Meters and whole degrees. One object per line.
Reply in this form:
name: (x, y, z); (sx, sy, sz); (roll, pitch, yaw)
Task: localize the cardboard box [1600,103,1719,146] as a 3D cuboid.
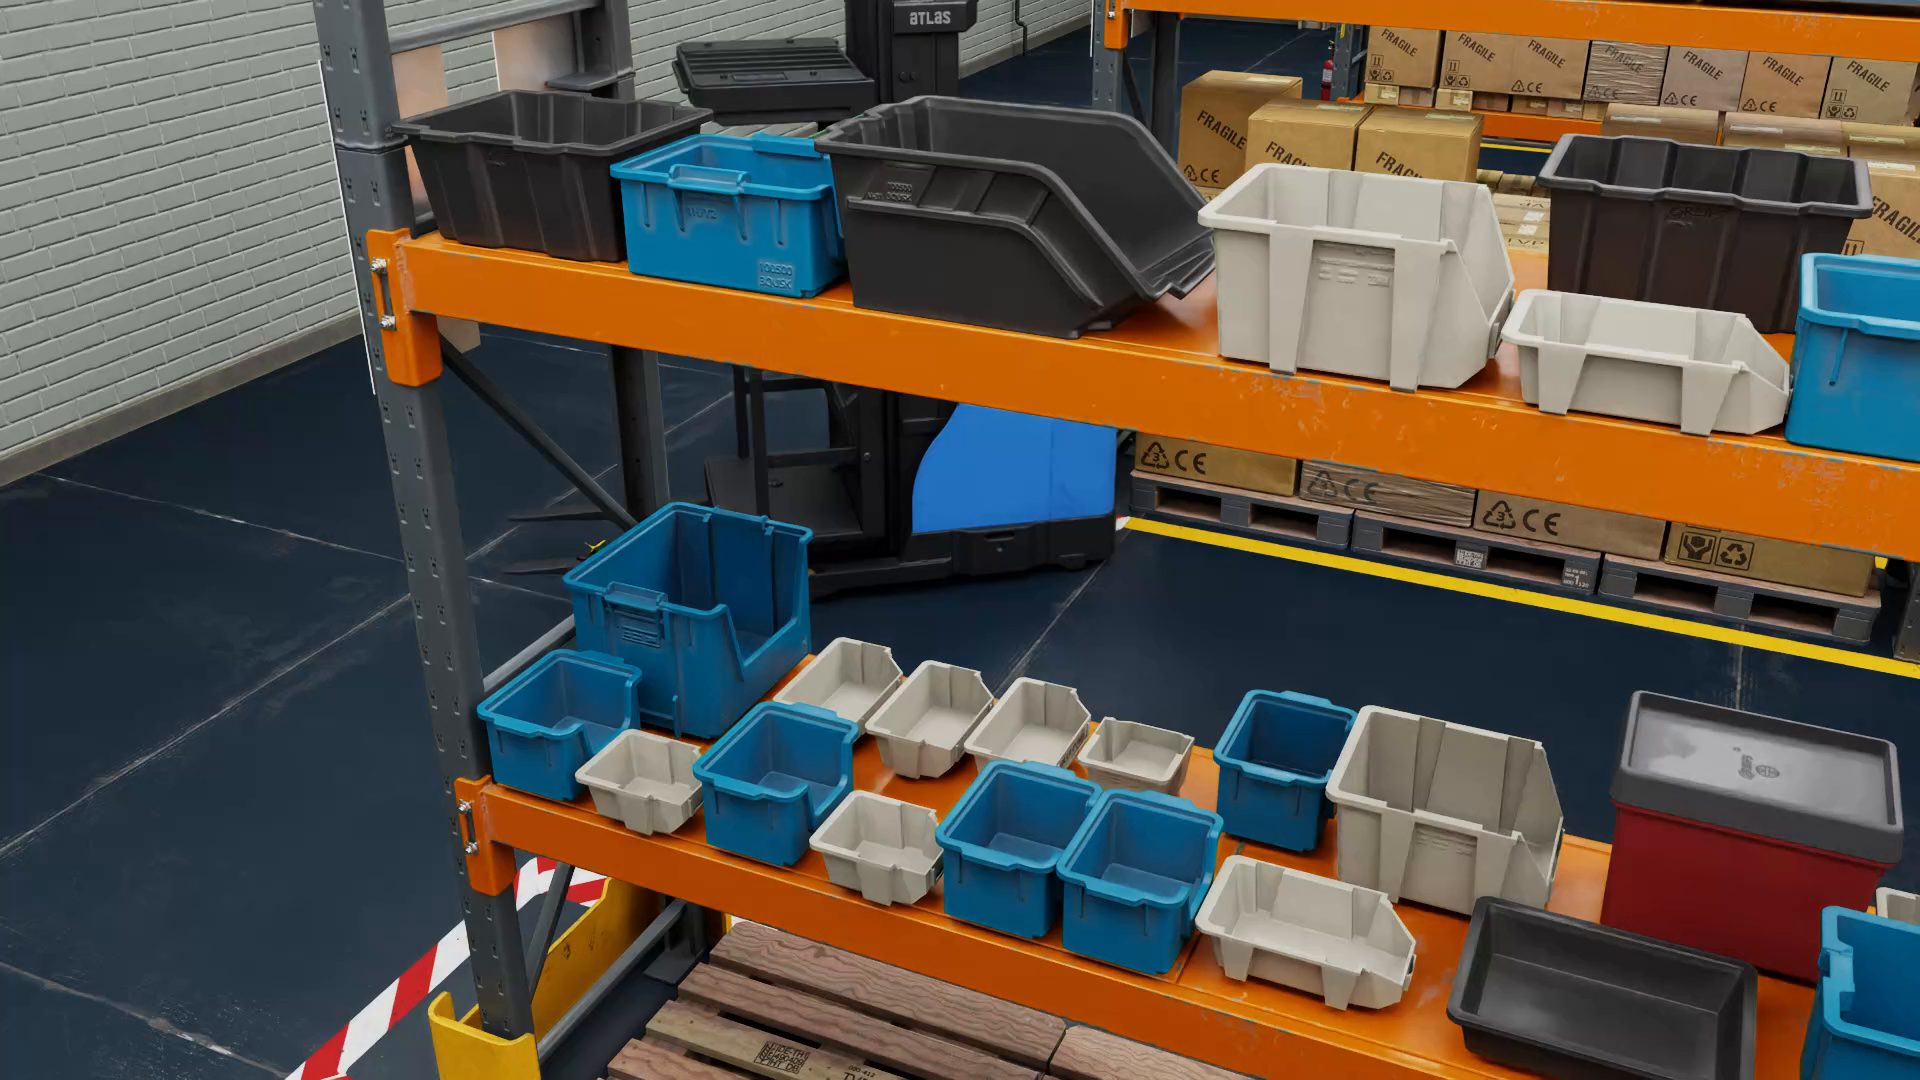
cardboard box: (3.296, -1.764, 7.921); (0.500, 0.500, 0.500); (10, 28, 20)

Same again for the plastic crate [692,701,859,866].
plastic crate: (-0.457, 0.622, 4.213); (0.300, 0.233, 0.416); (11, 28, 22)

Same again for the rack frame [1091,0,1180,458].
rack frame: (0.905, -1.716, 8.839); (0.127, 3.000, 1.000); (11, 28, 22)

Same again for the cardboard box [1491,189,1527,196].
cardboard box: (4.124, -2.524, 12.559); (0.250, 0.149, 0.380); (10, 28, 19)

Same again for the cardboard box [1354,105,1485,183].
cardboard box: (2.160, -1.738, 7.869); (0.500, 0.500, 0.500); (11, 28, 20)

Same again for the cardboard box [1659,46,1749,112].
cardboard box: (5.210, -3.300, 11.608); (0.500, 0.500, 0.500); (11, 28, 22)

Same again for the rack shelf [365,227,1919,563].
rack shelf: (0.676, -0.382, 3.548); (4.000, 0.370, 1.077); (11, 28, 22)

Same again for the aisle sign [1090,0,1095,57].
aisle sign: (0.716, -2.775, 8.047); (0.004, 0.787, 0.394); (11, 28, 22)

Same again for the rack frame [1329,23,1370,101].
rack frame: (3.051, -3.692, 12.852); (0.127, 3.000, 1.000); (11, 28, 22)

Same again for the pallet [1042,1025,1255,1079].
pallet: (0.696, 1.917, 4.618); (1.213, 0.211, 1.003); (11, 28, 22)

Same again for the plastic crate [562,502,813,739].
plastic crate: (-0.763, 0.219, 4.801); (0.499, 0.435, 0.616); (11, 28, 22)

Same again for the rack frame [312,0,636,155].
rack frame: (-1.145, -2.416, 3.469); (0.127, 3.000, 1.000); (11, 28, 22)

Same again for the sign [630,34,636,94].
sign: (-0.932, -1.247, 4.610); (0.005, 0.325, 0.100); (11, 28, 22)

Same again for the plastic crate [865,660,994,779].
plastic crate: (-0.070, 0.502, 4.565); (0.243, 0.136, 0.396); (11, 28, 22)

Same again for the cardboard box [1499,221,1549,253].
cardboard box: (2.640, -1.307, 7.841); (0.500, 0.250, 0.500); (11, 28, 21)

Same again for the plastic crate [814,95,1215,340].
plastic crate: (0.132, -0.652, 3.353); (0.767, 0.338, 0.504); (11, 28, 22)

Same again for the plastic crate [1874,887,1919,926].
plastic crate: (2.132, 0.956, 3.643); (0.243, 0.136, 0.396); (11, 28, 22)

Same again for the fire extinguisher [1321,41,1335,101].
fire extinguisher: (3.012, -3.721, 13.422); (0.183, 0.674, 0.296); (11, 28, 22)

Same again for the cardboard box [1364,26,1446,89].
cardboard box: (3.345, -3.677, 12.372); (0.500, 0.500, 0.500); (13, 29, 24)

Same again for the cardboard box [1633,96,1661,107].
cardboard box: (4.882, -3.063, 11.859); (0.250, 0.149, 0.380); (12, 29, 23)

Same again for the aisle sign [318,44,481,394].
aisle sign: (-1.333, -0.784, 4.004); (0.004, 0.787, 0.394); (11, 28, 22)

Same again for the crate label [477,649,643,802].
crate label: (-1.056, 0.501, 4.457); (0.303, 0.233, 0.416); (11, 28, 22)

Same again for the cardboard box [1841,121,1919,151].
cardboard box: (4.217, -1.577, 7.542); (0.500, 0.500, 0.500); (11, 28, 22)

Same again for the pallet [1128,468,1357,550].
pallet: (1.666, -0.350, 9.222); (1.213, 0.211, 1.003); (11, 28, 22)

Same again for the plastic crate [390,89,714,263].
plastic crate: (-0.910, -0.829, 3.790); (0.590, 0.269, 0.497); (11, 28, 22)

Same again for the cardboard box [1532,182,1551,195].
cardboard box: (4.608, -2.708, 12.933); (0.250, 0.149, 0.380); (12, 29, 24)

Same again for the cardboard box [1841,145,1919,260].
cardboard box: (4.018, -1.364, 7.108); (0.500, 0.500, 0.500); (12, 29, 23)

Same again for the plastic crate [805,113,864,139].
plastic crate: (-0.129, -0.909, 4.045); (0.336, 0.188, 0.450); (11, 28, 22)

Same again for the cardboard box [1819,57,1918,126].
cardboard box: (6.135, -3.114, 11.228); (0.500, 0.500, 0.500); (11, 28, 22)

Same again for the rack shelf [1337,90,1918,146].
rack shelf: (4.871, -3.003, 12.269); (4.000, 0.370, 1.077); (11, 28, 22)

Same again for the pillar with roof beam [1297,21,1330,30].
pillar with roof beam: (3.196, -9.513, 17.884); (0.400, 9.000, 9.100); (11, 28, 22)

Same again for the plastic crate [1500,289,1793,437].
plastic crate: (1.181, -0.300, 2.866); (0.466, 0.136, 0.293); (11, 28, 22)

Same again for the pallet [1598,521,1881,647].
pallet: (3.887, 0.096, 8.316); (1.213, 0.211, 1.003); (11, 28, 22)

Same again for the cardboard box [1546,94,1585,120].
cardboard box: (4.424, -3.179, 12.096); (0.250, 0.149, 0.380); (11, 28, 21)

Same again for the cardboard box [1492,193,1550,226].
cardboard box: (2.857, -1.521, 8.276); (0.500, 0.250, 0.500); (11, 28, 22)

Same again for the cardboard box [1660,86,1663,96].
cardboard box: (5.087, -3.283, 12.306); (0.250, 0.149, 0.380); (12, 29, 24)

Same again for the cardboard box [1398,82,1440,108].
cardboard box: (3.459, -3.358, 12.459); (0.250, 0.149, 0.380); (12, 29, 24)

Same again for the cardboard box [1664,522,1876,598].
cardboard box: (3.979, -0.373, 8.041); (0.875, 0.875, 0.875); (11, 28, 22)

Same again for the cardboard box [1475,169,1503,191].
cardboard box: (4.131, -2.808, 13.136); (0.250, 0.149, 0.380); (11, 28, 21)

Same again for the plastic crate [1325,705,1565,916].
plastic crate: (1.183, 0.680, 4.039); (0.530, 0.282, 0.437); (11, 28, 22)

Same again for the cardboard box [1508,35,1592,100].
cardboard box: (4.283, -3.495, 12.002); (0.500, 0.500, 0.500); (12, 29, 22)

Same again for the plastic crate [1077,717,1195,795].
plastic crate: (0.471, 0.590, 4.386); (0.250, 0.136, 0.298); (11, 28, 22)

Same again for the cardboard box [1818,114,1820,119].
cardboard box: (5.837, -2.882, 11.492); (0.250, 0.149, 0.380); (13, 29, 24)

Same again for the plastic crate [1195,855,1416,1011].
plastic crate: (0.787, 0.901, 3.755); (0.466, 0.136, 0.293); (11, 28, 22)

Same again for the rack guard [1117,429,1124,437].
rack guard: (0.884, -0.599, 9.400); (0.348, 0.500, 1.175); (11, 28, 22)

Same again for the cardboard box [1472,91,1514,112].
cardboard box: (3.974, -3.295, 12.331); (0.250, 0.149, 0.380); (13, 29, 24)

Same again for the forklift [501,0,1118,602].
forklift: (-0.783, -1.246, 7.962); (3.031, 2.935, 1.130); (-6, 27, -11)

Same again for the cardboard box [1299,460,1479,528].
cardboard box: (2.350, -0.700, 8.705); (0.875, 0.875, 0.875); (11, 28, 22)

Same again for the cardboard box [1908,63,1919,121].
cardboard box: (9.246, -4.123, 15.659); (0.875, 0.875, 0.875); (12, 29, 23)

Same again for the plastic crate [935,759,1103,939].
plastic crate: (0.142, 0.742, 3.968); (0.300, 0.233, 0.416); (11, 28, 22)
